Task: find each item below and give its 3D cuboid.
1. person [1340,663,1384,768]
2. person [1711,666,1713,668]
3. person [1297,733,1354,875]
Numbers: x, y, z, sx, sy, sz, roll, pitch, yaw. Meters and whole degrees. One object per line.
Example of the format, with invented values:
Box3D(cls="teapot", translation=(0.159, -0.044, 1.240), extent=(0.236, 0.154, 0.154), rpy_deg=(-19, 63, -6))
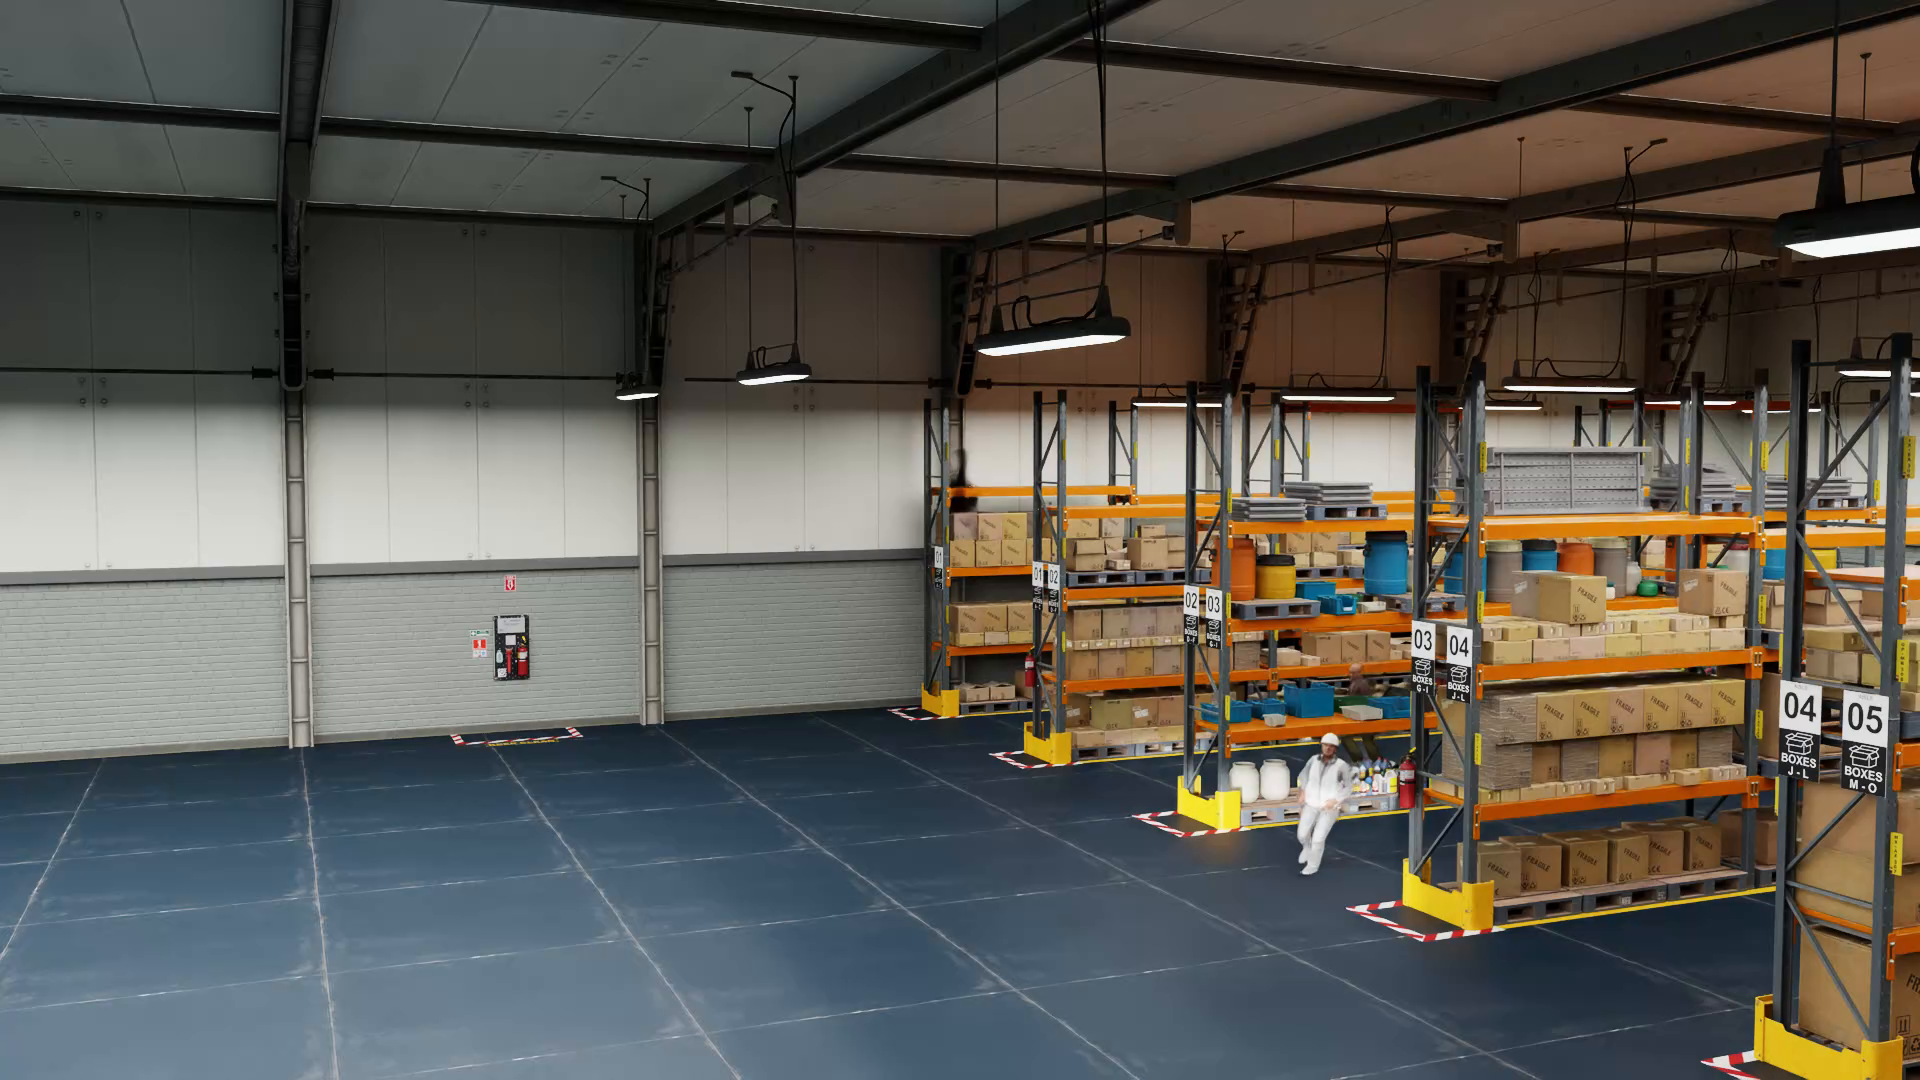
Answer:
Box3D(cls="person", translation=(6.257, 2.764, 25.830), extent=(0.795, 1.718, 0.696), rpy_deg=(-1, 3, -10))
Box3D(cls="person", translation=(16.501, 2.179, 36.469), extent=(0.670, 1.683, 0.710), rpy_deg=(0, 3, -7))
Box3D(cls="person", translation=(4.351, 3.147, 19.838), extent=(0.699, 1.709, 0.525), rpy_deg=(2, 4, 26))
